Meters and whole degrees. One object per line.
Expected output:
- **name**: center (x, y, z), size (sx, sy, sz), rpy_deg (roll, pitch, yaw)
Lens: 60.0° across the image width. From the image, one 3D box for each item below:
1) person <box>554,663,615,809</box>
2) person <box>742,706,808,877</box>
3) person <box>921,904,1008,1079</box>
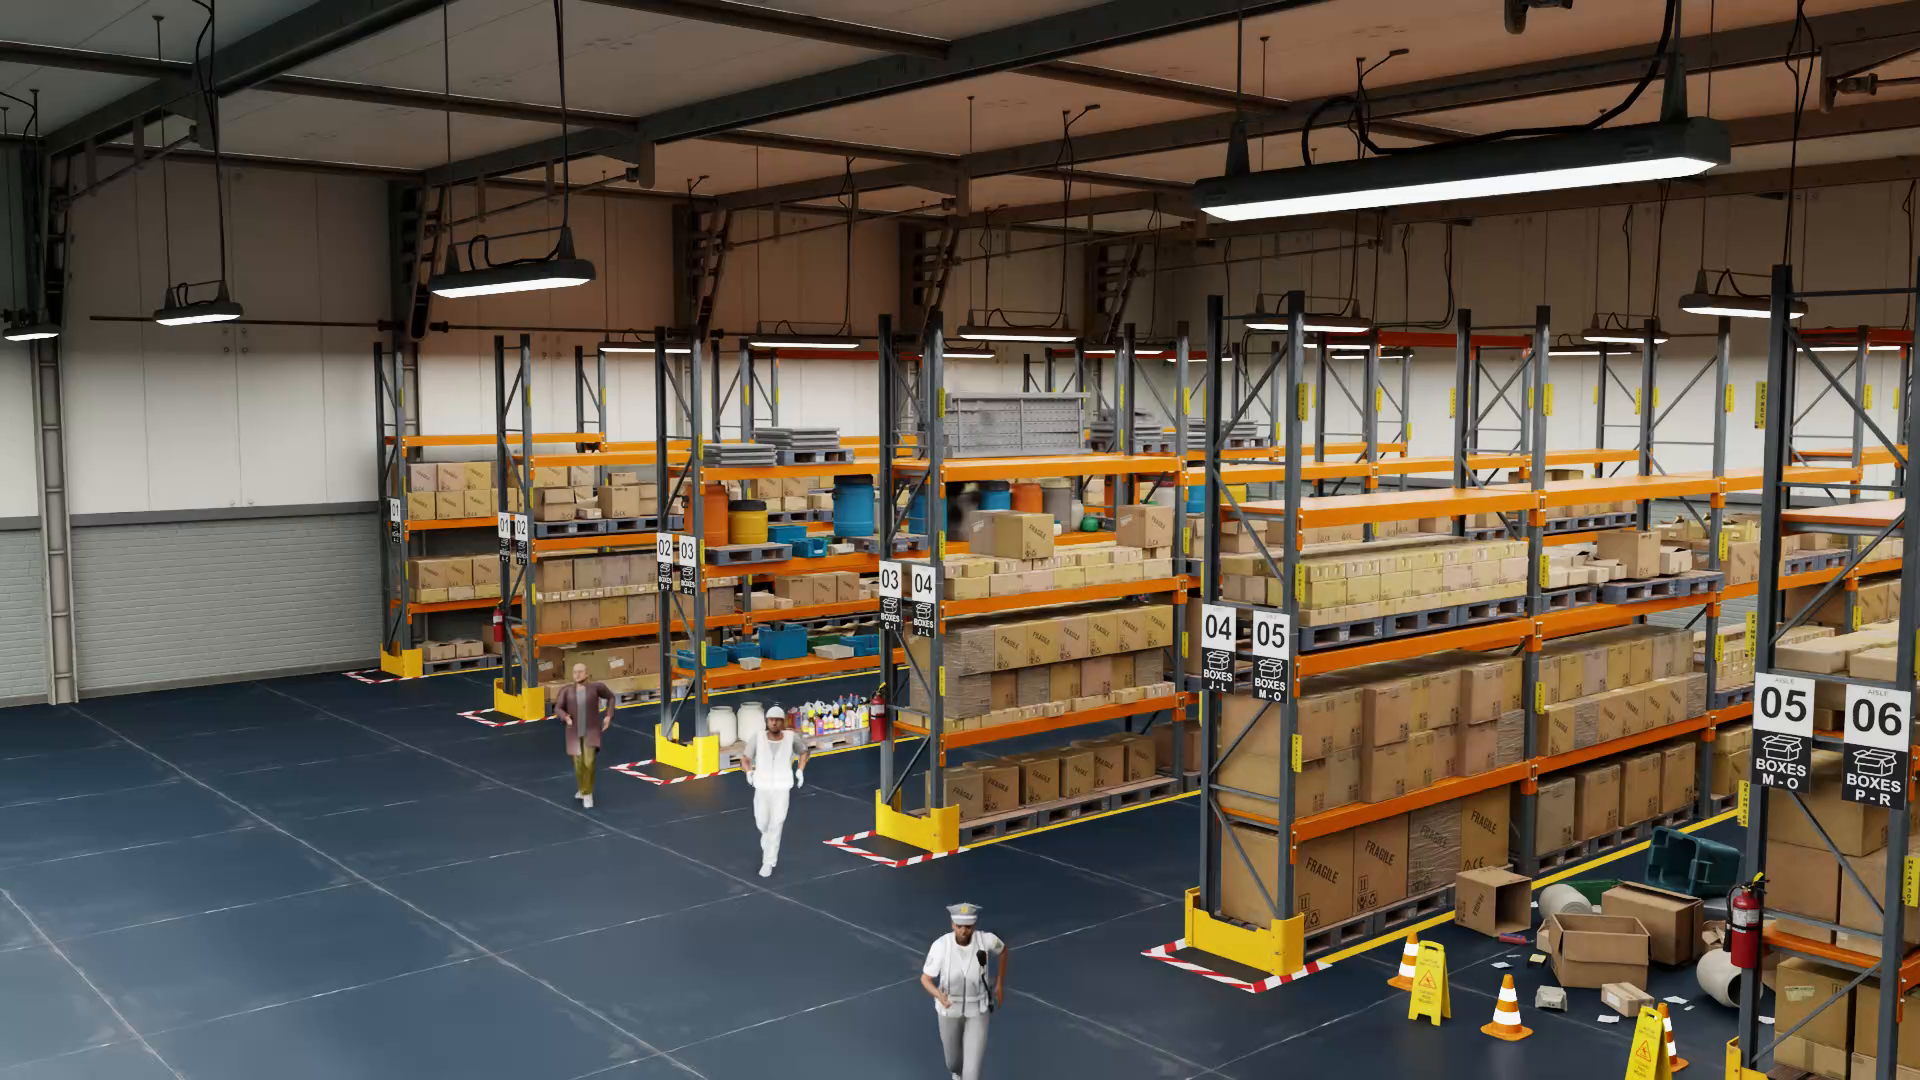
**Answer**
- **person**: center (-4.672, 2.429, 20.660), size (0.715, 1.795, 0.788), rpy_deg (0, 5, -1)
- **person**: center (-2.001, 2.663, 17.950), size (0.704, 1.758, 0.920), rpy_deg (0, 5, -3)
- **person**: center (0.035, 3.300, 11.597), size (0.610, 1.702, 0.933), rpy_deg (0, 5, 0)
